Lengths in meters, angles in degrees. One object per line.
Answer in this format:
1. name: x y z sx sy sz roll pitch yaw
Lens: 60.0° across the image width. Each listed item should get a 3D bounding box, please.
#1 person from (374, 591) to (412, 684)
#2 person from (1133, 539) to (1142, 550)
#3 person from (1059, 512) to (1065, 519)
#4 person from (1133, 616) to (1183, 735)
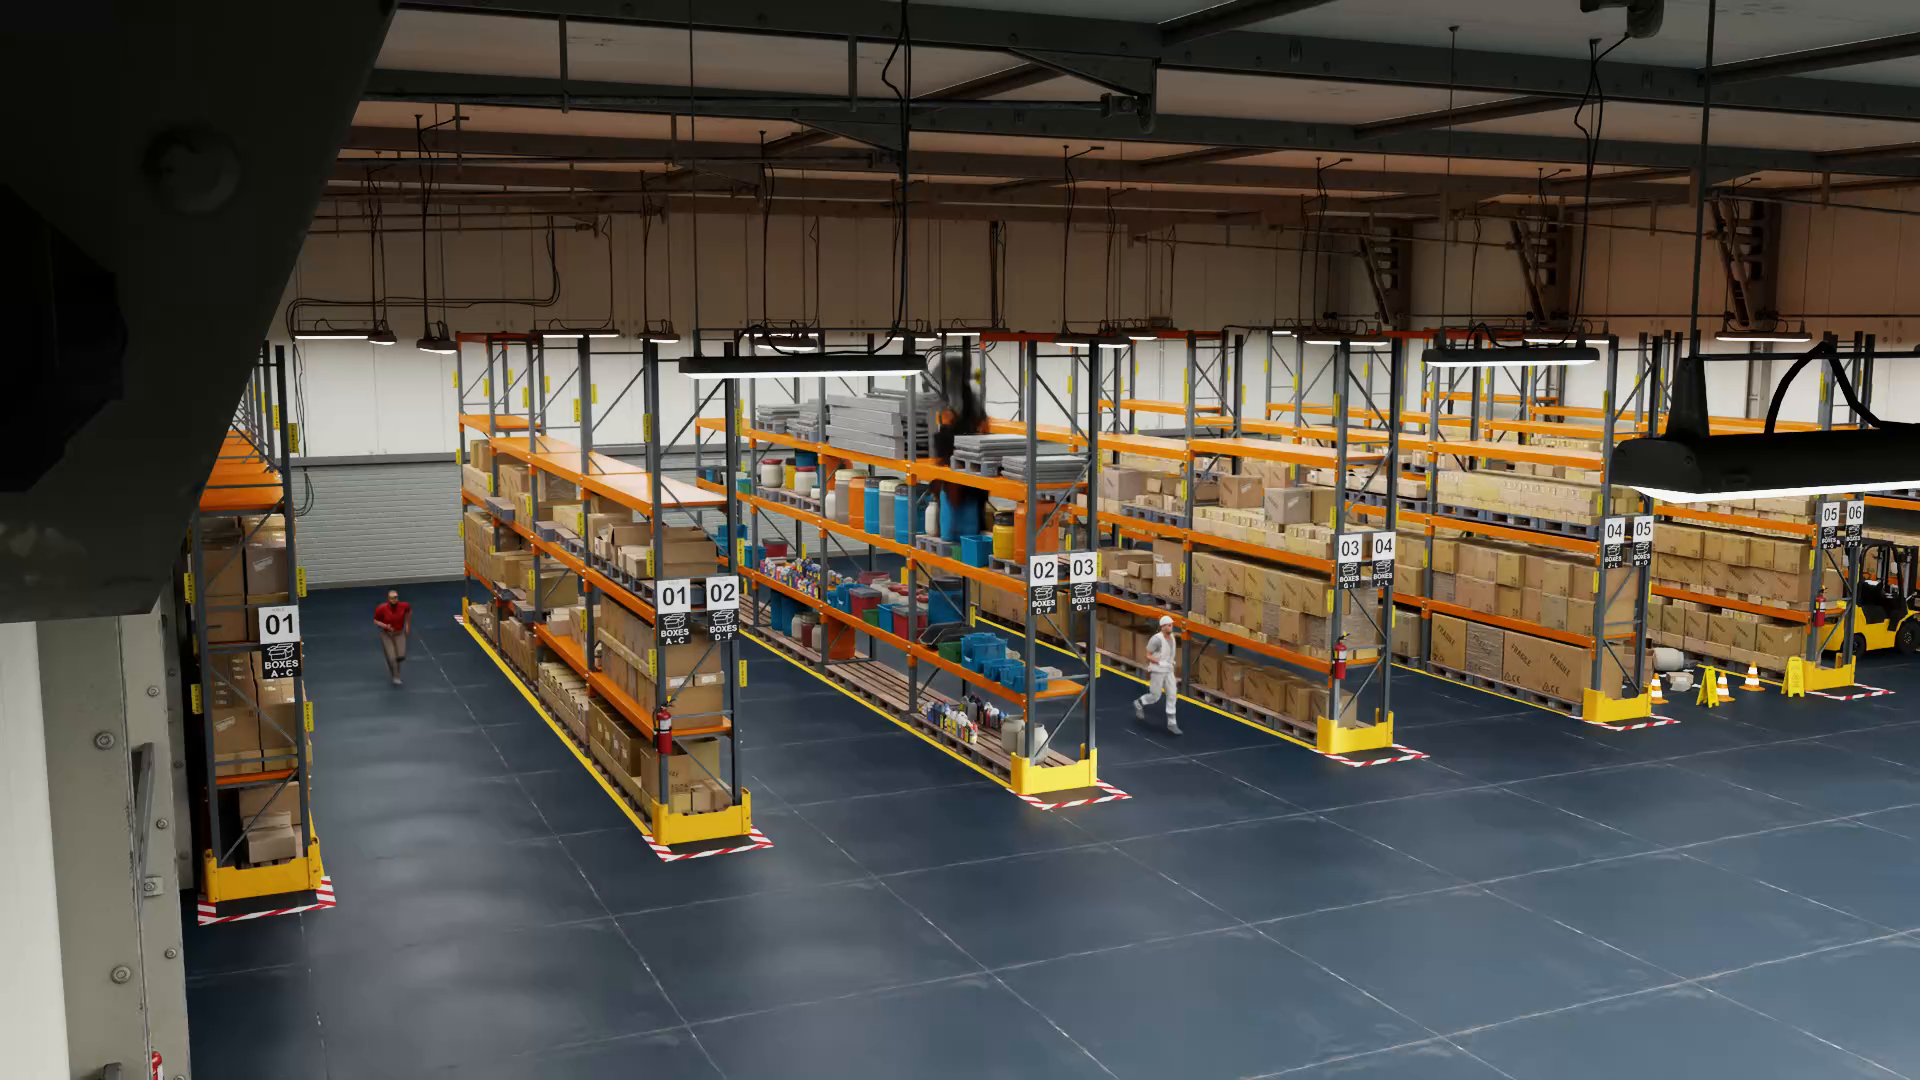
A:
1. person: -9.753 1.673 28.670 0.654 1.656 0.726 -4 8 -24
2. person: 4.434 -0.088 41.728 0.490 1.641 0.672 2 8 15
3. person: 2.346 0.127 40.161 0.584 1.576 0.590 1 8 9
4. person: 3.065 2.026 25.462 0.685 1.774 1.024 -7 10 -42
